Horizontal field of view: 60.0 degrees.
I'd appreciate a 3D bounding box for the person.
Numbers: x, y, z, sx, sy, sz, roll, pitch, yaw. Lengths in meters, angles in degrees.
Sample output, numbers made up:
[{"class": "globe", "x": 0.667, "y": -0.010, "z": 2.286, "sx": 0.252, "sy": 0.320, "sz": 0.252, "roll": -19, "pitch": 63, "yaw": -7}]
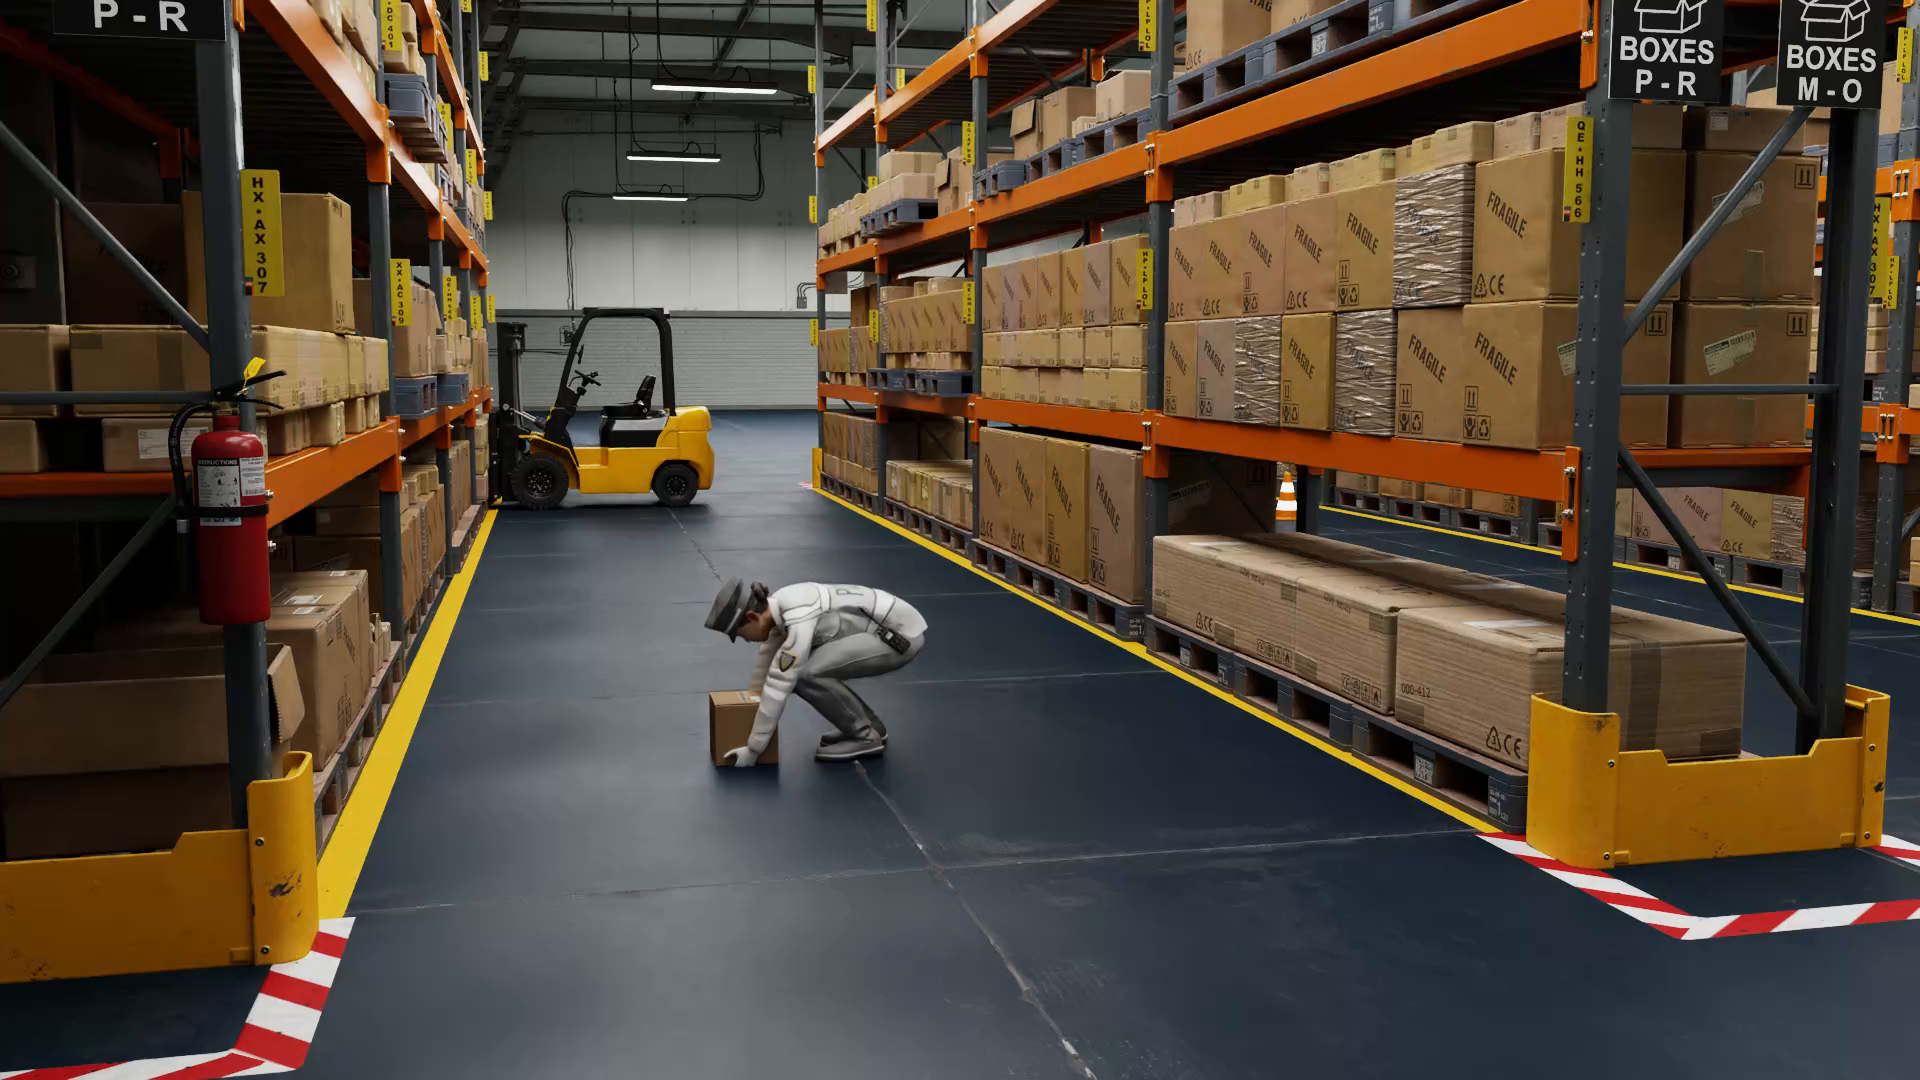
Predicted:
[{"class": "person", "x": -0.579, "y": 0.509, "z": 6.772, "sx": 0.912, "sy": 0.771, "sz": 0.447, "roll": -2, "pitch": 6, "yaw": -15}]
